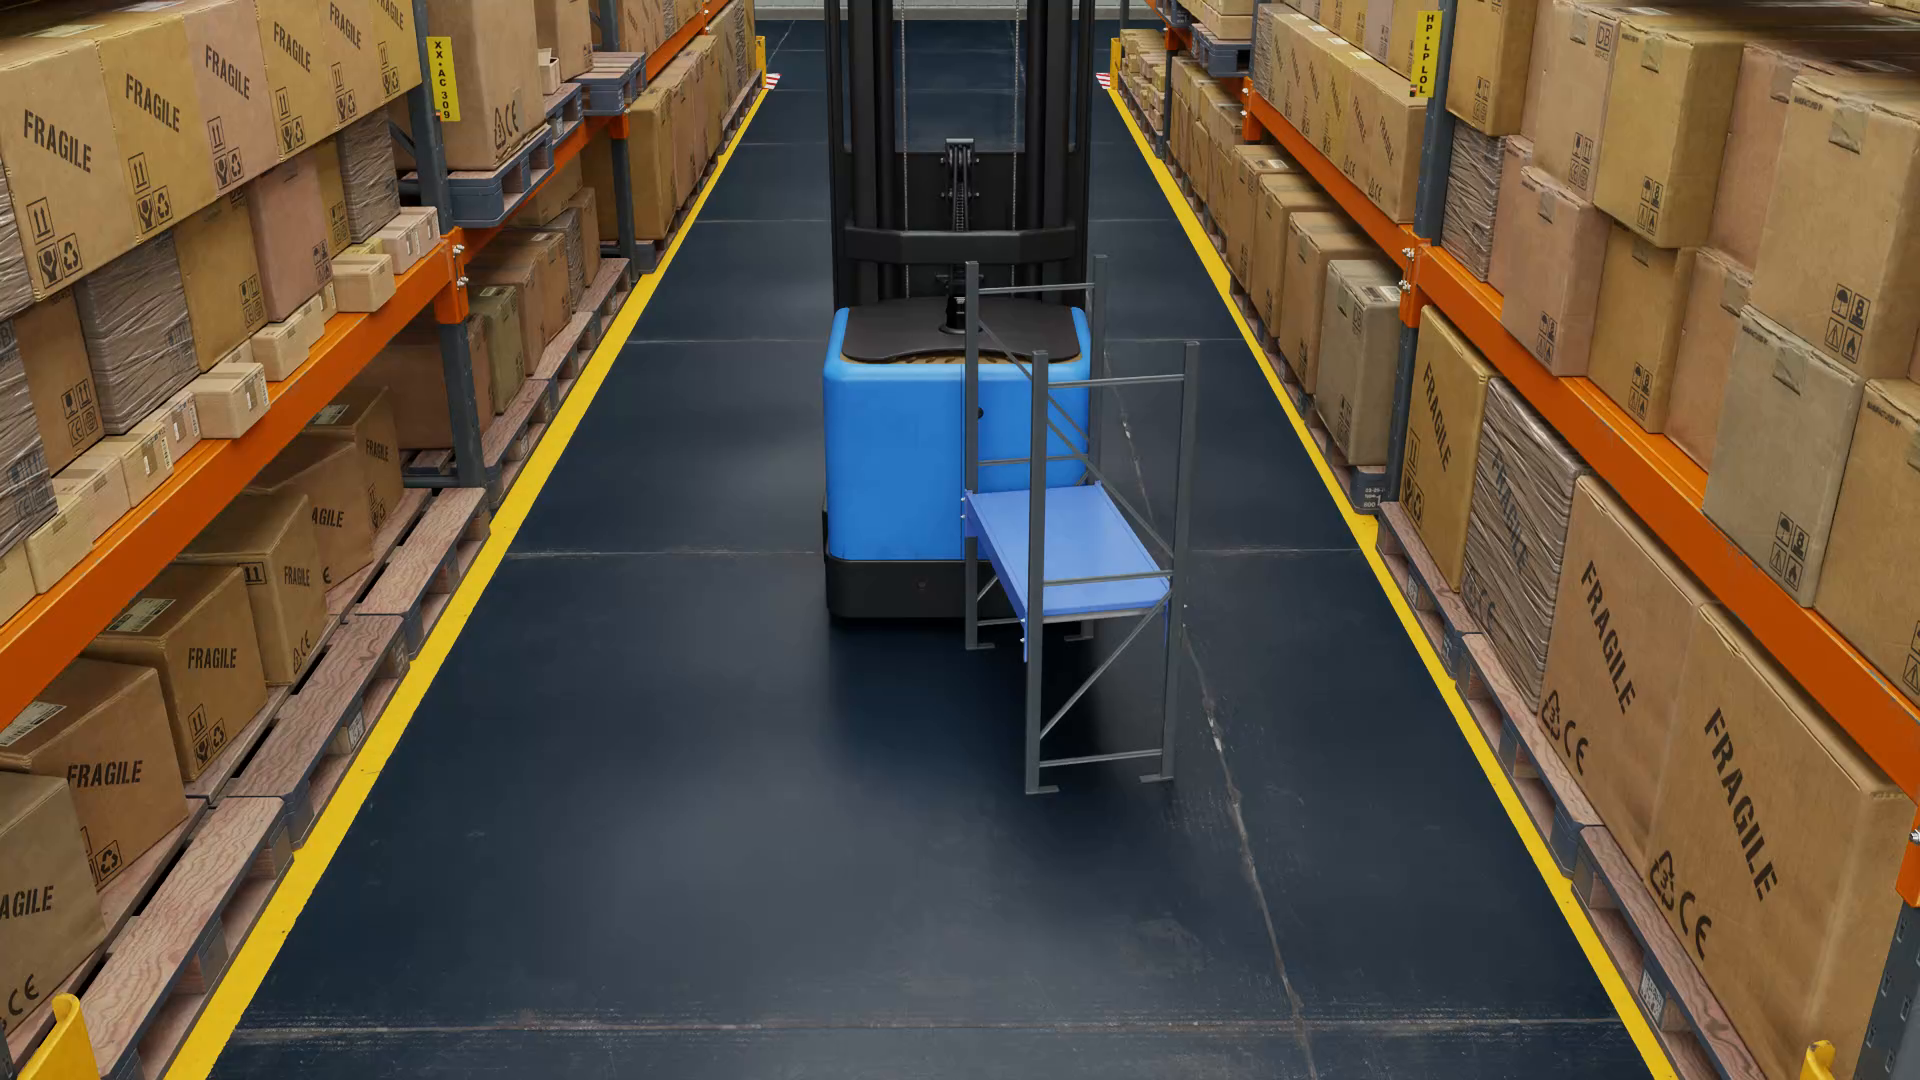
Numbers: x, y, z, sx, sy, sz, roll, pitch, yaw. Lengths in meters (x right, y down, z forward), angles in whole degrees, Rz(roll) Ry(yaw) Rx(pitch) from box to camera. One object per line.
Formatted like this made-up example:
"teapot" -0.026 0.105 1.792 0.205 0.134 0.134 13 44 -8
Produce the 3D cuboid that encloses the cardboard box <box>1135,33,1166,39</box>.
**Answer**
"cardboard box" 2.022 -5.187 17.308 0.380 0.149 0.250 0 24 0

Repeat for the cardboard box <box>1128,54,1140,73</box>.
"cardboard box" 1.914 -4.846 16.913 0.380 0.149 0.250 0 24 1

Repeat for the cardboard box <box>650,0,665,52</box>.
"cardboard box" -2.391 -3.748 11.776 0.500 0.500 0.500 -1 24 -2

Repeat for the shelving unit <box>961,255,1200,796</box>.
"shelving unit" 0.362 -0.083 5.614 0.538 1.500 1.048 -5 25 -10

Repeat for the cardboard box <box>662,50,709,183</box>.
"cardboard box" -2.647 -3.317 13.013 1.225 0.875 0.875 -1 24 -2

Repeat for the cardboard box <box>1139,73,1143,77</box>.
"cardboard box" 2.004 -4.609 16.751 0.380 0.149 0.250 0 24 0

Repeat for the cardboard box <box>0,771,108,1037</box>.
"cardboard box" -2.544 0.909 4.123 0.500 0.500 0.500 4 25 9

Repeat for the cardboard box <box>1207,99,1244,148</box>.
"cardboard box" 2.034 -2.941 11.726 0.500 0.250 0.500 0 24 0

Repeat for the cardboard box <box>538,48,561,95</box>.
"cardboard box" -2.353 -2.522 8.839 0.396 0.266 0.258 -1 24 -2

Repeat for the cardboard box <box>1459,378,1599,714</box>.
"cardboard box" 2.314 -0.002 5.683 0.875 0.875 0.875 0 24 0

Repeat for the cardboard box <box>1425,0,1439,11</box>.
"cardboard box" 2.352 -2.115 6.953 0.700 0.500 0.500 -1 24 -1

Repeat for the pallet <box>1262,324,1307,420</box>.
"pallet" 2.264 -0.961 9.118 1.003 0.211 1.213 0 24 -1

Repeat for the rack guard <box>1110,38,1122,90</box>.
"rack guard" 2.233 -5.184 18.106 1.175 0.500 0.348 0 24 -1

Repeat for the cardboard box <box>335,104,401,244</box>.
"cardboard box" -2.654 -1.424 6.277 0.875 0.500 0.500 0 24 -1

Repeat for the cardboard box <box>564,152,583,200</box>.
"cardboard box" -2.604 -2.205 10.074 0.500 0.250 0.500 1 24 2

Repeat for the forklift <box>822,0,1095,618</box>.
"forklift" -0.004 -1.595 7.220 1.130 2.935 3.031 0 24 0

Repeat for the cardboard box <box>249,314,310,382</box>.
"cardboard box" -2.299 -0.609 5.262 0.380 0.149 0.250 0 24 -1

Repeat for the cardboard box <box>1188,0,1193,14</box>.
"cardboard box" 1.846 -3.865 11.950 0.380 0.149 0.250 0 24 1

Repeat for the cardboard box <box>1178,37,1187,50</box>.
"cardboard box" 2.437 -5.197 17.329 0.380 0.149 0.250 0 24 0

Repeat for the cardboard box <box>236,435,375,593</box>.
"cardboard box" -2.619 -0.081 6.312 0.500 0.500 0.500 8 25 16

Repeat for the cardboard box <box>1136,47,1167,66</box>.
"cardboard box" 1.933 -4.758 16.359 0.380 0.149 0.250 0 24 0

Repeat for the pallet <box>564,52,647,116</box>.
"pallet" -2.527 -2.697 9.805 1.213 0.211 1.003 0 24 -1

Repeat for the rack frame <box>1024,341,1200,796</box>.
"rack frame" 0.457 0.123 5.159 0.500 1.500 0.032 -5 25 -10

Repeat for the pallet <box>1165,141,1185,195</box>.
"pallet" 2.286 -3.115 13.881 1.003 0.211 1.213 0 24 -1

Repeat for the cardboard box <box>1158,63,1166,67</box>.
"cardboard box" 2.035 -4.330 15.412 0.380 0.149 0.250 1 24 1

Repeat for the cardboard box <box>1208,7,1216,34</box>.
"cardboard box" 1.854 -3.438 11.008 0.380 0.149 0.250 0 24 -1

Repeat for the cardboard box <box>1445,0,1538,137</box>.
"cardboard box" 2.333 -1.818 6.137 0.875 0.550 0.550 0 24 -1

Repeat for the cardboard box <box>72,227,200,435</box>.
"cardboard box" -2.620 -0.600 4.455 0.875 0.500 0.500 0 24 -1

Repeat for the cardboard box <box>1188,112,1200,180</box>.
"cardboard box" 2.046 -3.019 12.809 0.500 0.500 0.500 0 24 0

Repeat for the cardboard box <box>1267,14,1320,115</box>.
"cardboard box" 2.063 -2.708 9.476 0.500 0.500 0.500 0 24 -1

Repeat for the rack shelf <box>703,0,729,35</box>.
"rack shelf" -2.706 -5.222 16.029 1.077 0.370 4.000 0 24 -1

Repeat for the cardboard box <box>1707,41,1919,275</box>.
"cardboard box" 2.473 -0.932 4.179 0.875 0.550 0.550 0 24 -1

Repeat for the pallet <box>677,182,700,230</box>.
"pallet" -2.585 -2.633 12.817 1.003 0.211 1.213 0 24 -1

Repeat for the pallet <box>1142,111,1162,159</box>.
"pallet" 2.234 -3.712 15.202 1.003 0.211 1.213 0 24 -1

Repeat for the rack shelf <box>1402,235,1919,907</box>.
"rack shelf" 2.385 -0.258 5.053 1.077 0.370 4.000 0 24 -1

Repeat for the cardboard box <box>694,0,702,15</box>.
"cardboard box" -2.406 -4.580 13.614 0.500 0.500 0.500 0 24 0

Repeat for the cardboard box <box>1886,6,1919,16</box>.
"cardboard box" 6.993 -3.679 11.926 0.500 0.250 0.500 0 24 -1

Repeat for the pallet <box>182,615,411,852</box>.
"pallet" -2.538 0.622 5.619 1.003 0.211 1.213 0 24 -1

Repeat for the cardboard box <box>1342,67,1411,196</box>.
"cardboard box" 2.085 -1.877 7.639 0.500 0.500 0.500 -1 24 -1

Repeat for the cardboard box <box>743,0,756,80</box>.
"cardboard box" -2.641 -5.334 17.472 0.875 0.875 0.875 0 24 -1

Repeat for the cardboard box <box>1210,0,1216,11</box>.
"cardboard box" 1.855 -3.582 10.964 0.380 0.149 0.250 1 24 1

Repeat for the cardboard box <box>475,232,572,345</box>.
"cardboard box" -2.582 -1.401 9.207 0.700 0.500 0.500 2 24 4

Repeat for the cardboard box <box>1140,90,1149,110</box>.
"cardboard box" 1.920 -4.185 15.814 0.380 0.149 0.250 0 24 -1

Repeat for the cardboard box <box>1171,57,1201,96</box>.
"cardboard box" 2.020 -3.795 13.614 0.500 0.250 0.500 -1 24 -3

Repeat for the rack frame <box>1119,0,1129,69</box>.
"rack frame" 2.233 -6.354 17.660 1.000 3.000 0.127 0 24 -1

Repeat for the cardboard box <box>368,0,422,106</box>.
"cardboard box" -2.317 -1.882 6.075 0.500 0.500 0.500 0 24 -1

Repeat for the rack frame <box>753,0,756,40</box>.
"rack frame" -2.728 -6.374 17.703 1.000 3.000 0.127 0 24 -1

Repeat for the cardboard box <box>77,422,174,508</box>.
"cardboard box" -2.309 -0.197 4.350 0.380 0.149 0.250 0 24 -1

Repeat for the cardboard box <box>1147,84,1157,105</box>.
"cardboard box" 1.919 -4.084 15.230 0.380 0.149 0.250 -1 24 -2

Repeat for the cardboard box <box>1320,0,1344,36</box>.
"cardboard box" 2.329 -2.954 8.807 0.700 0.500 0.500 -1 24 -1

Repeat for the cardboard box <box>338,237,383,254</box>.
"cardboard box" -2.365 -1.021 6.172 0.380 0.149 0.250 0 24 -1

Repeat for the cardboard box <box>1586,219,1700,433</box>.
"cardboard box" 2.402 -0.659 4.884 0.875 0.550 0.500 0 24 -1

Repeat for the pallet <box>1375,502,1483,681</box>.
"pallet" 2.294 0.175 6.608 1.003 0.211 1.213 0 24 -1

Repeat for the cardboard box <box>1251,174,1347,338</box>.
"cardboard box" 2.249 -1.613 9.396 1.050 0.750 0.750 0 24 0

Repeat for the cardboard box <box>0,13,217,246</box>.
"cardboard box" -2.292 -1.057 4.252 0.500 0.500 0.500 0 24 -1

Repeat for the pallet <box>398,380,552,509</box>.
"pallet" -2.607 -0.479 8.054 1.003 0.211 1.213 0 24 -1
